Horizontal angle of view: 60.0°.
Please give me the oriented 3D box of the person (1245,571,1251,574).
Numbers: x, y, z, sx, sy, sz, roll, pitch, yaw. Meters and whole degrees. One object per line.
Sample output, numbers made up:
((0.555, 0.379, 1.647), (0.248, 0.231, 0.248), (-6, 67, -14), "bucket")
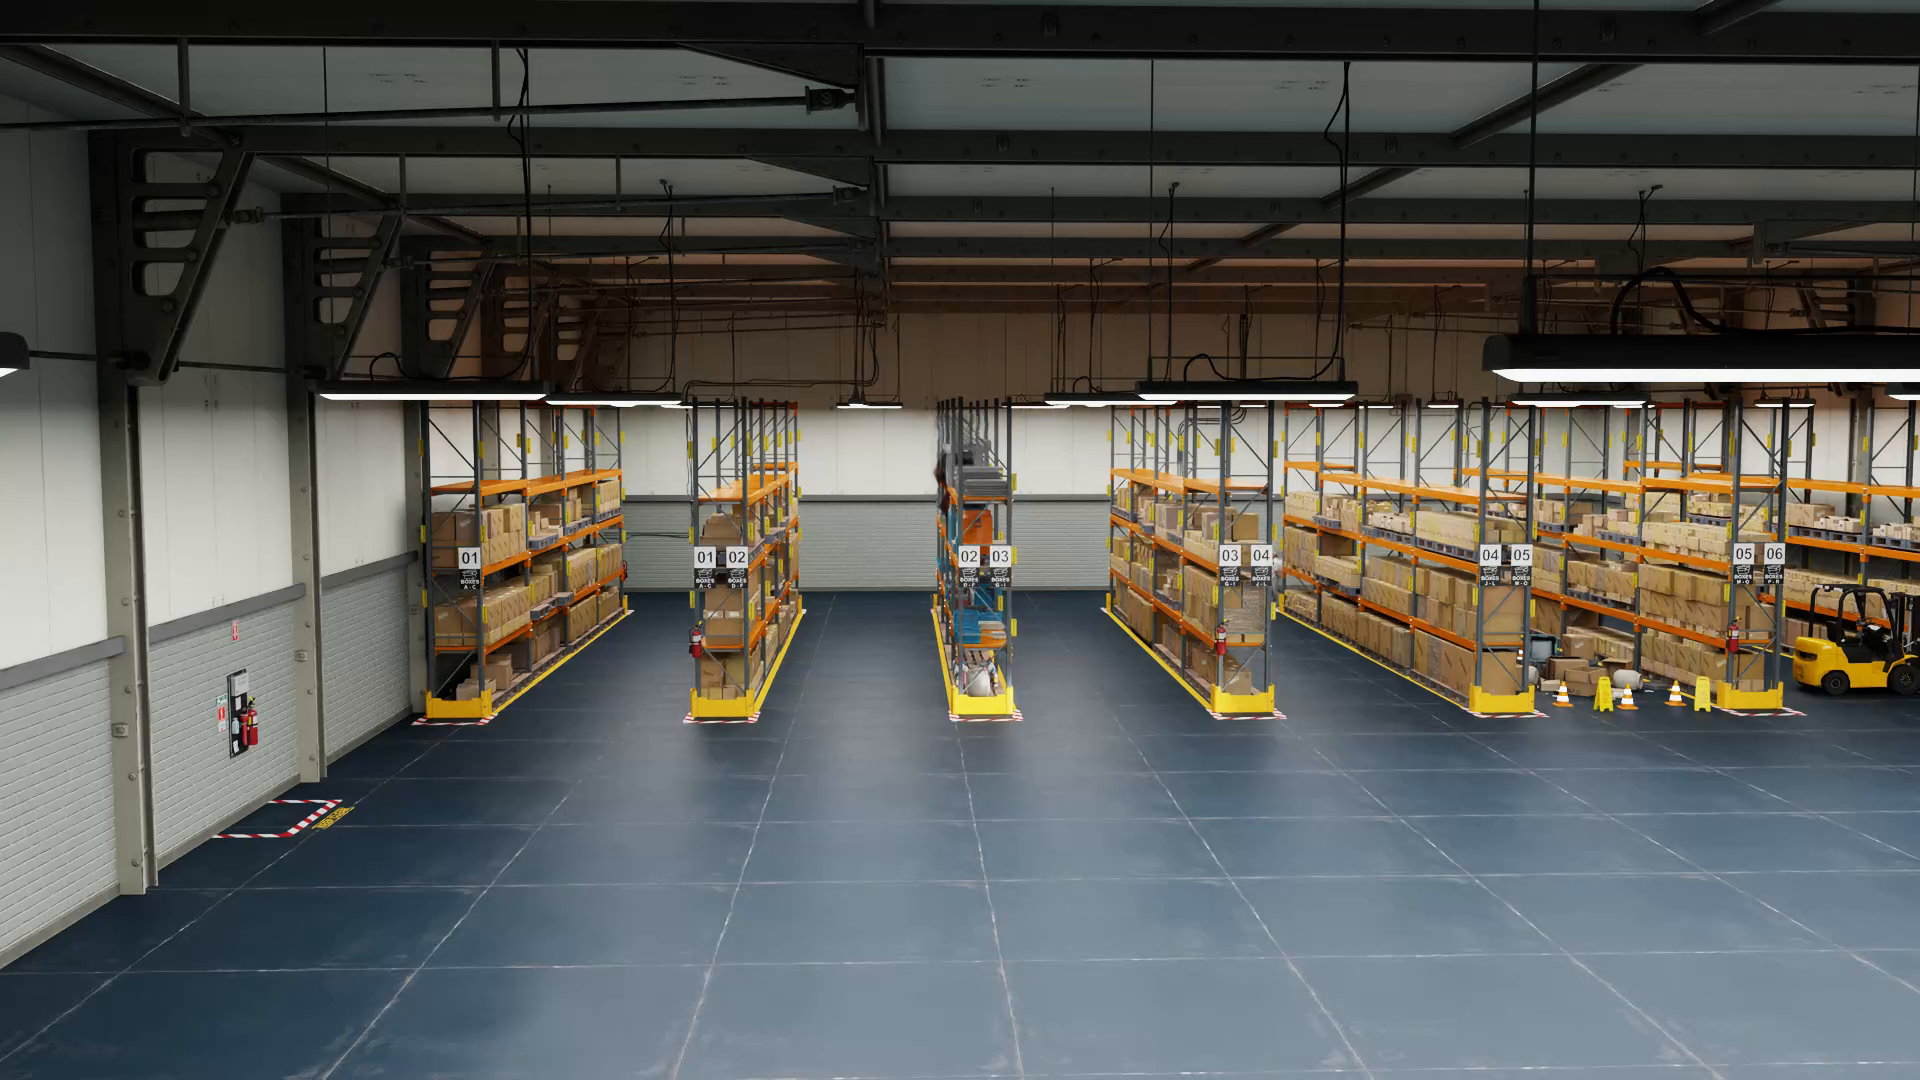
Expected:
((7.994, 1.274, 46.877), (0.815, 1.732, 0.744), (-1, 4, -8), "person")

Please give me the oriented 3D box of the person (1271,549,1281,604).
((9.251, 1.105, 49.171), (0.667, 1.682, 0.552), (-3, 5, -35), "person")

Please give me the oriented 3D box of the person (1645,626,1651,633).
((17.058, 1.723, 40.744), (0.659, 1.757, 0.878), (0, 4, -2), "person")
